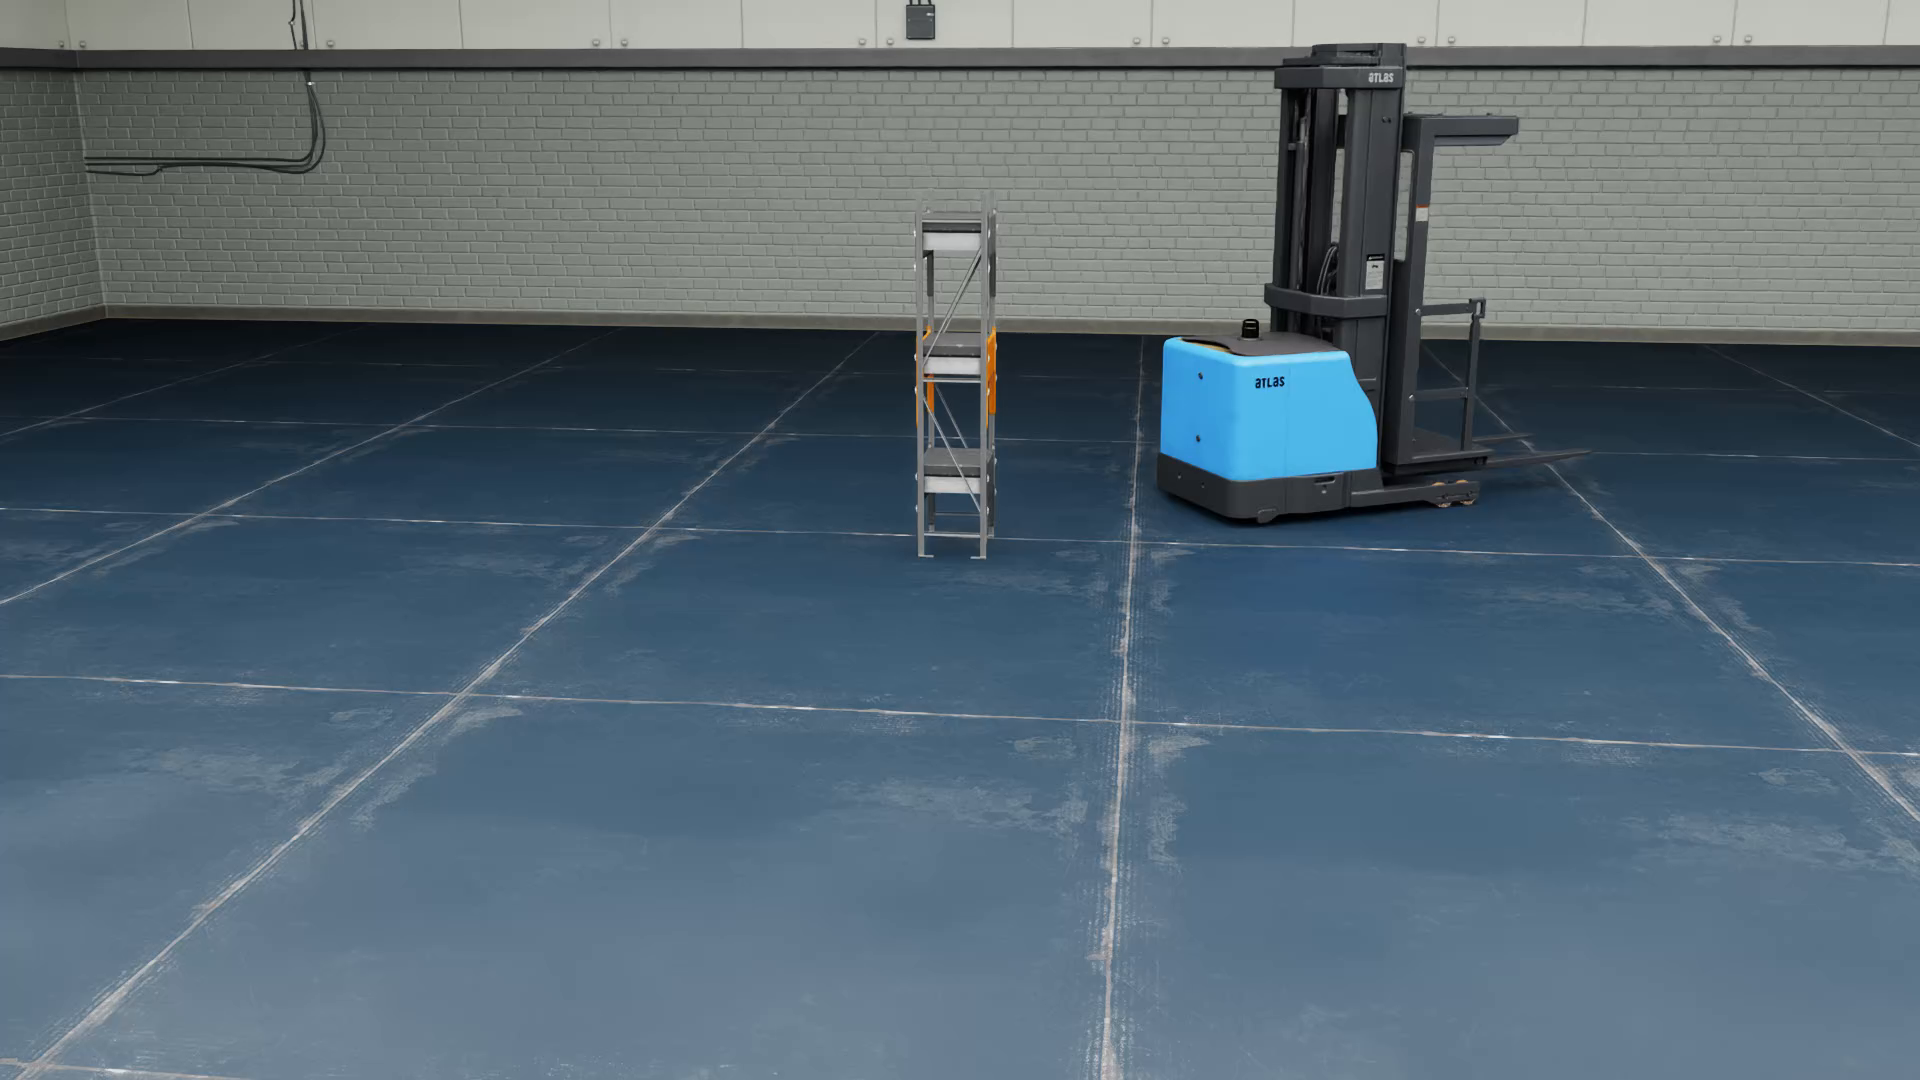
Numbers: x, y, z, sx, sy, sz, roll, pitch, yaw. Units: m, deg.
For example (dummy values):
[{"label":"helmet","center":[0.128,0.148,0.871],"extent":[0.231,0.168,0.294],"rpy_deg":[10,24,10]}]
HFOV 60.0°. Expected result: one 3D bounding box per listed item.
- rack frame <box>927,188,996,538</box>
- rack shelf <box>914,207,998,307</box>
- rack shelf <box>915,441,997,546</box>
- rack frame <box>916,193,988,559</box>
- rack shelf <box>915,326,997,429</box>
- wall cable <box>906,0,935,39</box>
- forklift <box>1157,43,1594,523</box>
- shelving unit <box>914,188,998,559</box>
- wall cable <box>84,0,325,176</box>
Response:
[{"label":"rack frame","center":[0.009,-1.034,9.963],"extent":[0.400,2.100,0.015],"rpy_deg":[2,15,6]},{"label":"rack shelf","center":[-0.019,-1.633,9.550],"extent":[0.431,0.518,0.480],"rpy_deg":[2,15,6]},{"label":"rack shelf","center":[-0.019,-0.282,9.915],"extent":[0.431,0.518,0.480],"rpy_deg":[2,15,6]},{"label":"rack frame","center":[-0.046,-0.907,9.495],"extent":[0.400,2.100,0.015],"rpy_deg":[2,15,6]},{"label":"rack shelf","center":[-0.019,-0.957,9.733],"extent":[0.431,0.518,0.480],"rpy_deg":[2,15,6]},{"label":"wall cable","center":[0.564,-8.333,17.226],"extent":[2.305,6.003,0.169],"rpy_deg":[2,15,6]},{"label":"forklift","center":[2.896,-1.748,11.010],"extent":[3.031,2.935,1.130],"rpy_deg":[-6,16,-22]},{"label":"shelving unit","center":[-0.019,-0.971,9.729],"extent":[0.431,2.100,0.503],"rpy_deg":[2,15,6]},{"label":"wall cable","center":[-8.867,-5.476,19.124],"extent":[3.097,2.526,0.112],"rpy_deg":[2,15,6]}]
